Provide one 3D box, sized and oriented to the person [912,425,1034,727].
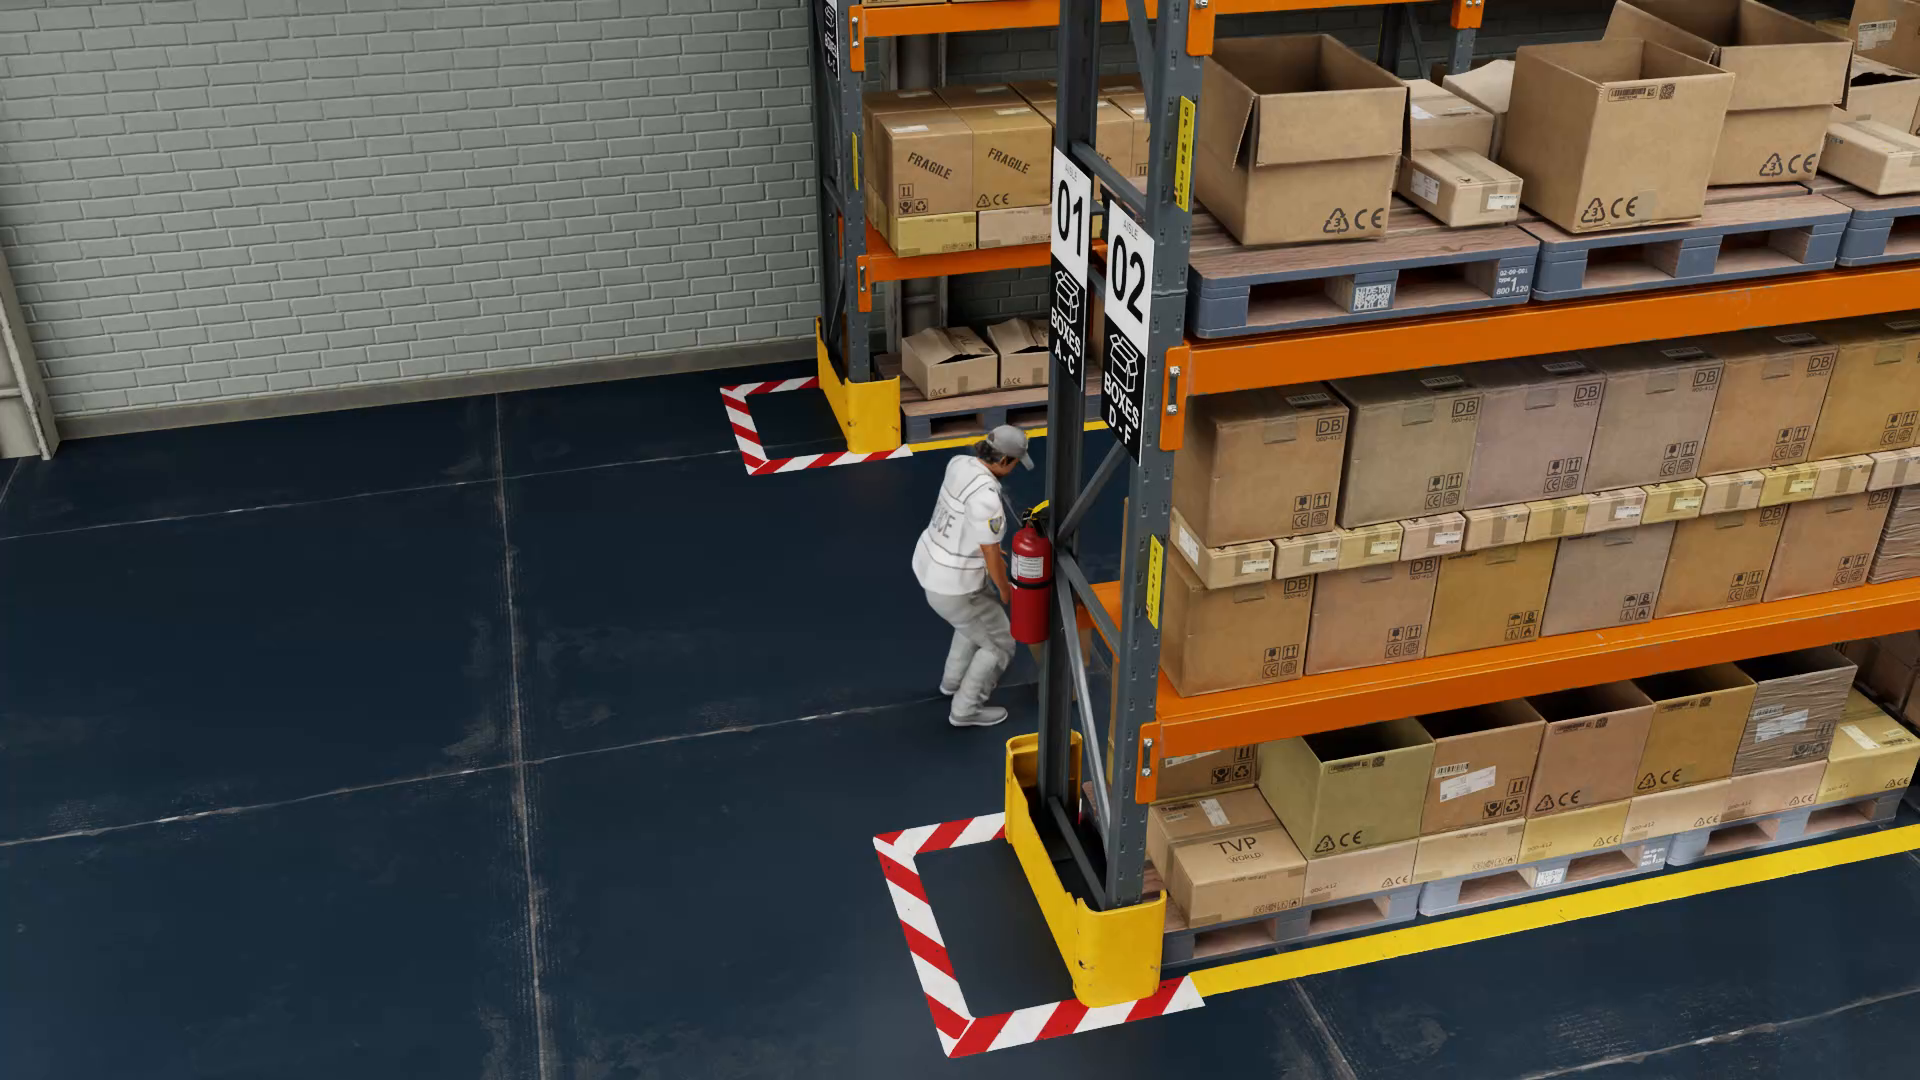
[{"bbox_3d":[0.066,0.147,8.088,0.591,1.513,0.519,-7,31,-12],"label":"person"}]
